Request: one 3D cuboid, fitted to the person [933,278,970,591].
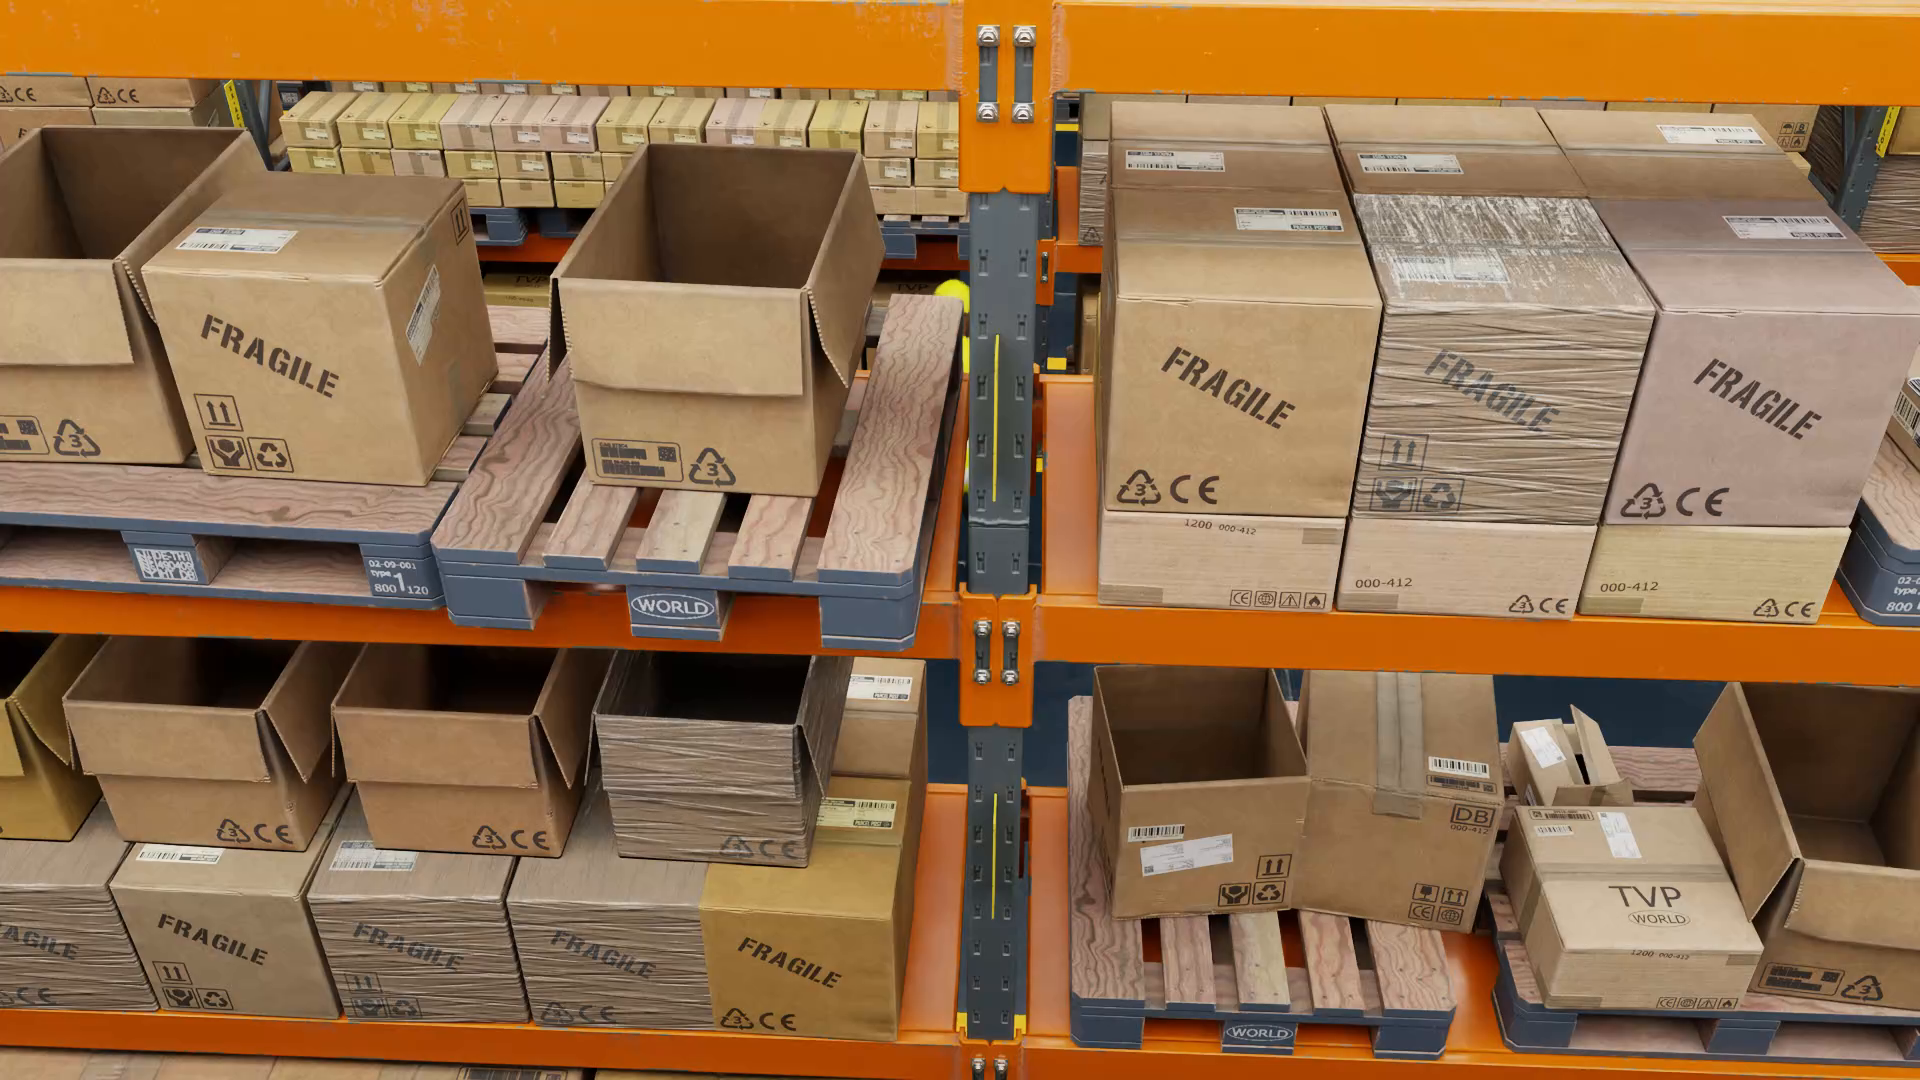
[{"bbox_3d":[-0.029,-0.360,7.662,0.488,1.695,0.633,1,35,1],"label":"person"}]
